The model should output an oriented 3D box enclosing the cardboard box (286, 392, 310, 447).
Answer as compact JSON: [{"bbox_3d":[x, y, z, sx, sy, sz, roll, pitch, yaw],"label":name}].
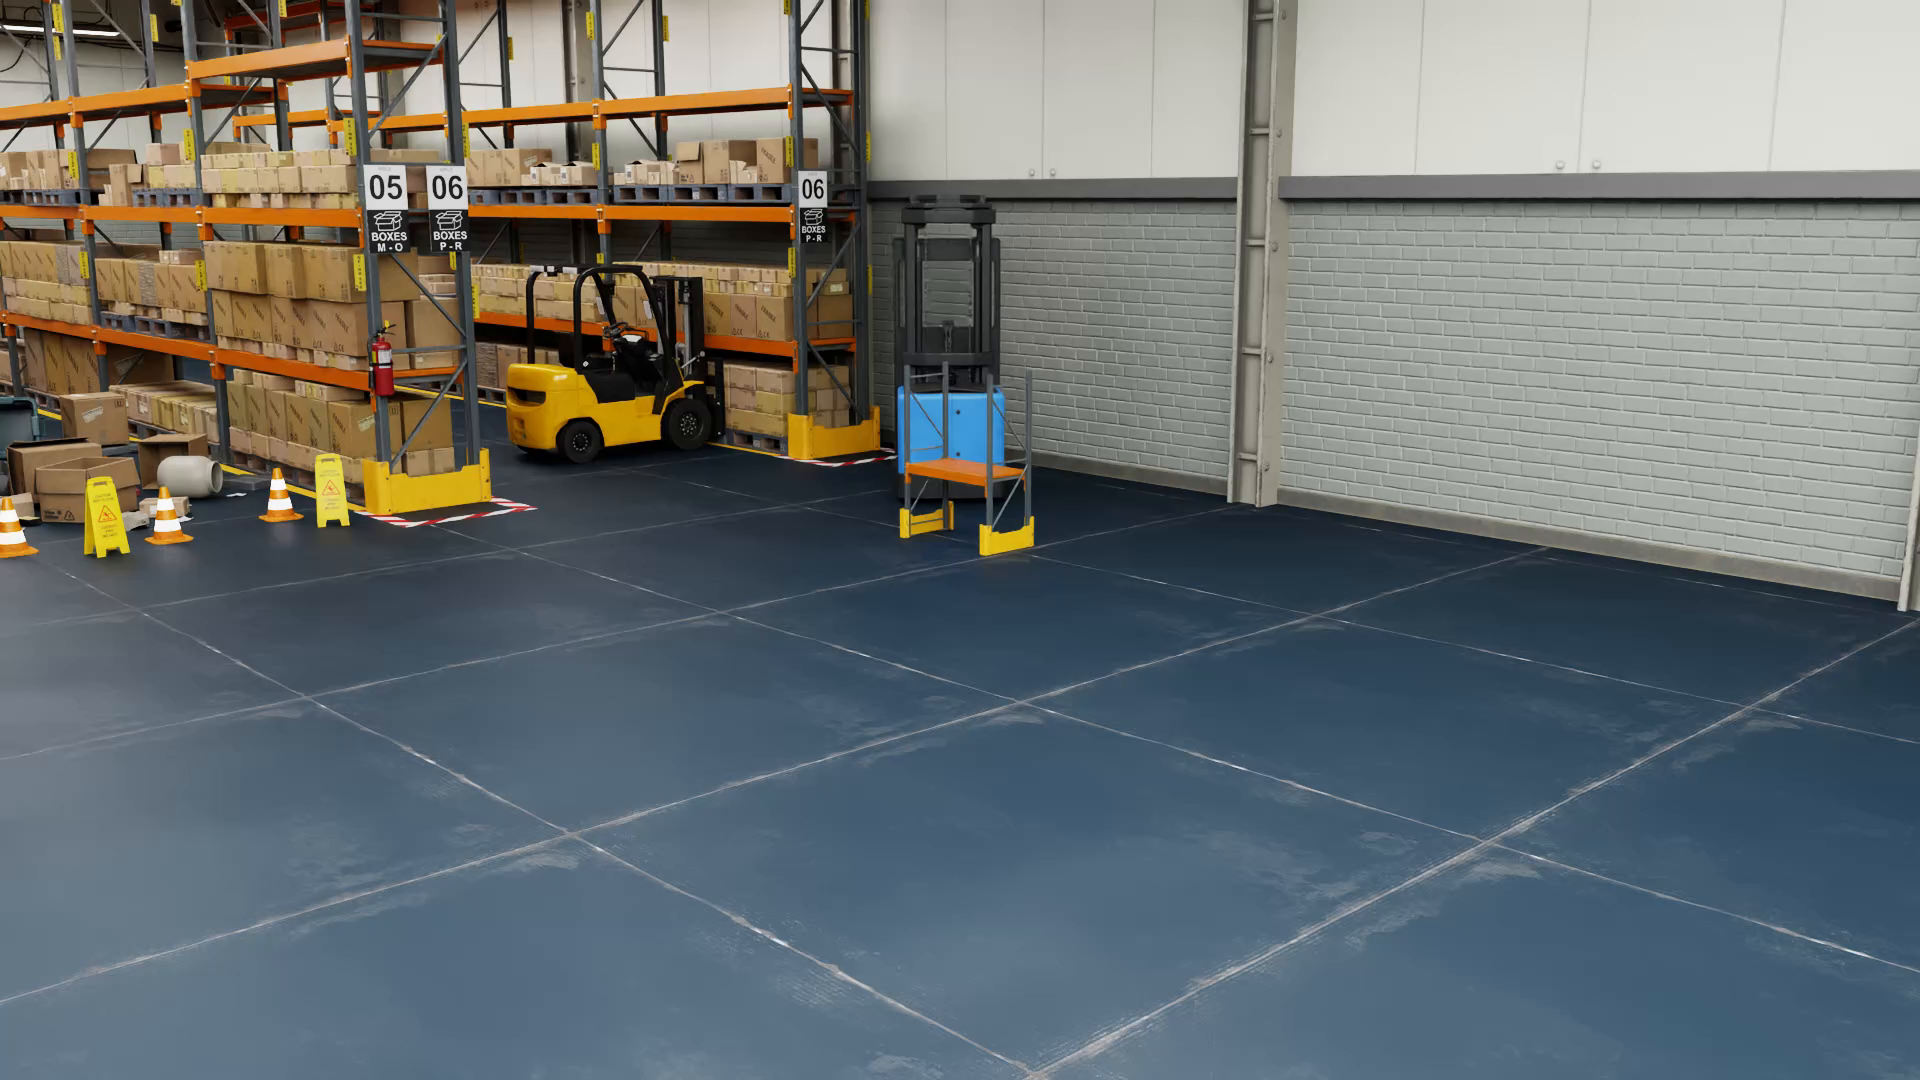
[{"bbox_3d":[-6.503,-1.247,16.945,0.500,0.500,0.500,11,16,44],"label":"cardboard box"}]

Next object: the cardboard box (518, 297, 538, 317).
[{"bbox_3d":[-5.801,-3.253,23.139,0.500,0.250,0.500,-10,15,-41],"label":"cardboard box"}]

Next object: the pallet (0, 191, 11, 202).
[{"bbox_3d":[-13.899,-5.088,24.458,1.003,0.211,1.213,-11,16,-43],"label":"pallet"}]

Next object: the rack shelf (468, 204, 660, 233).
[{"bbox_3d":[-5.611,-4.474,23.045,1.077,0.370,4.000,-11,16,-43],"label":"rack shelf"}]

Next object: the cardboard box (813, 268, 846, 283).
[{"bbox_3d":[-1.545,-3.073,19.302,0.380,0.149,0.250,-11,16,-44],"label":"cardboard box"}]

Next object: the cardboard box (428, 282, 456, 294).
[{"bbox_3d":[-7.723,-3.775,24.881,0.380,0.149,0.250,-11,16,-42],"label":"cardboard box"}]

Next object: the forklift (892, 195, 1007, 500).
[{"bbox_3d":[-0.145,-2.070,17.195,1.130,2.935,3.031,-1,12,-3],"label":"forklift"}]

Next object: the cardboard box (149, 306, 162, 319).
[{"bbox_3d":[-9.408,-2.724,19.781,0.380,0.149,0.250,-10,15,-41],"label":"cardboard box"}]

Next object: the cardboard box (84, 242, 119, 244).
[{"bbox_3d":[-11.785,-3.825,22.817,0.500,0.500,0.500,-11,16,-42],"label":"cardboard box"}]

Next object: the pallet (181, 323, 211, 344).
[{"bbox_3d":[-8.240,-2.411,19.158,1.003,0.211,1.213,-11,16,-43],"label":"pallet"}]

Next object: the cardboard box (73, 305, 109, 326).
[{"bbox_3d":[-11.116,-2.921,21.530,0.500,0.250,0.500,11,16,43],"label":"cardboard box"}]

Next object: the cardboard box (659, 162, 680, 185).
[{"bbox_3d":[-3.424,-4.465,20.260,0.258,0.266,0.396,11,16,44],"label":"cardboard box"}]

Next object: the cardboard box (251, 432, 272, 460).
[{"bbox_3d":[-7.228,-1.032,17.762,0.500,0.250,0.500,-10,15,-39],"label":"cardboard box"}]

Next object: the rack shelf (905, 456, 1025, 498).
[{"bbox_3d":[0.059,-0.546,14.236,0.538,0.185,1.000,-11,16,-43],"label":"rack shelf"}]

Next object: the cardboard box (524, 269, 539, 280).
[{"bbox_3d":[-5.769,-3.662,22.895,0.250,0.149,0.380,11,16,44],"label":"cardboard box"}]

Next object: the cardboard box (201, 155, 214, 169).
[{"bbox_3d":[-7.835,-4.019,17.697,0.380,0.149,0.250,-11,16,-44],"label":"cardboard box"}]

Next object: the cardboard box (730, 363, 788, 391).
[{"bbox_3d":[-2.368,-1.928,19.632,0.500,0.250,0.500,-11,16,-42],"label":"cardboard box"}]

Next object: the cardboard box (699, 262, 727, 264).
[{"bbox_3d":[-3.072,-3.426,21.015,0.380,0.149,0.250,-11,16,-43],"label":"cardboard box"}]

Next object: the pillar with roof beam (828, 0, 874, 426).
[{"bbox_3d":[-4.410,-5.048,16.611,9.100,9.000,0.400,-11,16,-43],"label":"pillar with roof beam"}]

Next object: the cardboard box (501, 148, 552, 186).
[{"bbox_3d":[-5.965,-5.134,22.928,0.500,0.500,0.500,-10,16,-41],"label":"cardboard box"}]

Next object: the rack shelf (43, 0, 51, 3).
[{"bbox_3d":[-11.960,-7.463,21.881,1.077,0.370,4.000,-11,16,-43],"label":"rack shelf"}]

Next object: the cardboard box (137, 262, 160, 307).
[{"bbox_3d":[-9.360,-3.034,19.679,0.500,0.500,0.500,11,16,43],"label":"cardboard box"}]

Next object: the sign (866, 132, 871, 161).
[{"bbox_3d":[-1.062,-4.494,18.997,0.100,0.325,0.005,-11,16,-43],"label":"sign"}]

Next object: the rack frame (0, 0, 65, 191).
[{"bbox_3d":[-13.342,-6.479,23.560,1.000,3.000,0.127,-11,16,-43],"label":"rack frame"}]

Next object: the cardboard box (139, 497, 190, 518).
[{"bbox_3d":[-7.420,-0.303,15.514,0.380,0.149,0.250,-3,12,-13],"label":"cardboard box"}]

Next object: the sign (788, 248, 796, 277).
[{"bbox_3d":[-1.869,-3.092,18.527,0.100,0.325,0.005,-11,16,-43],"label":"sign"}]

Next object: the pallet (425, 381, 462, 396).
[{"bbox_3d":[-7.480,-2.398,25.528,1.003,0.211,1.213,-11,16,-43],"label":"pallet"}]

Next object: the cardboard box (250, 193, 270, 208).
[{"bbox_3d":[-6.952,-3.440,16.862,0.380,0.149,0.250,-11,16,-44],"label":"cardboard box"}]

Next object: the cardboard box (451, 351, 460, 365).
[{"bbox_3d":[-7.439,-2.663,25.056,0.500,0.500,0.500,-10,15,-41],"label":"cardboard box"}]

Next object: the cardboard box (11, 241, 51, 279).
[{"bbox_3d":[-12.874,-3.905,23.207,0.500,0.500,0.500,-11,16,-43],"label":"cardboard box"}]

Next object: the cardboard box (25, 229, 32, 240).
[{"bbox_3d":[-13.560,-4.515,24.559,0.380,0.149,0.250,-11,16,-42],"label":"cardboard box"}]

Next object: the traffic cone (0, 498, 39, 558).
[{"bbox_3d":[-7.905,-0.118,13.838,0.336,0.463,0.334,-11,16,-43],"label":"traffic cone"}]

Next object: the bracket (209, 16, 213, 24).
[{"bbox_3d":[-14.270,-10.049,31.964,0.235,0.232,0.430,-11,16,-43],"label":"bracket"}]

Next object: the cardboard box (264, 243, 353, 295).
[{"bbox_3d":[-6.580,-2.745,16.841,0.700,0.500,0.500,-11,16,-43],"label":"cardboard box"}]

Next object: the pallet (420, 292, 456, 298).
[{"bbox_3d":[-7.511,-3.645,25.144,1.213,0.211,1.003,-11,16,-43],"label":"pallet"}]

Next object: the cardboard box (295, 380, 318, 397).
[{"bbox_3d":[-6.451,-1.534,16.733,0.380,0.149,0.250,-10,15,-40],"label":"cardboard box"}]

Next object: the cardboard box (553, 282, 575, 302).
[{"bbox_3d":[-5.114,-3.347,22.358,0.500,0.250,0.500,11,16,44],"label":"cardboard box"}]

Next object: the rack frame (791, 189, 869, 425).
[{"bbox_3d":[-1.467,-2.482,19.025,1.000,3.000,0.127,-11,16,-43],"label":"rack frame"}]

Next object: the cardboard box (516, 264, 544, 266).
[{"bbox_3d":[-6.225,-3.928,24.188,0.380,0.149,0.250,-11,16,-43],"label":"cardboard box"}]

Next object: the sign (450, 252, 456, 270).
[{"bbox_3d":[-7.378,-4.101,24.209,0.100,0.325,0.005,-11,16,-43],"label":"sign"}]

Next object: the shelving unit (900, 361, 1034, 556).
[{"bbox_3d":[0.053,-0.723,14.206,0.587,1.500,1.083,-11,16,-43],"label":"shelving unit"}]

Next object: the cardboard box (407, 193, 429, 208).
[{"bbox_3d":[-5.049,-3.230,15.842,0.380,0.149,0.250,-11,16,-42],"label":"cardboard box"}]

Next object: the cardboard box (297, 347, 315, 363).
[{"bbox_3d":[-6.401,-1.868,16.669,0.380,0.149,0.250,-11,16,-43],"label":"cardboard box"}]

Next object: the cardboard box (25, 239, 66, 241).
[{"bbox_3d":[-13.495,-4.183,24.556,0.500,0.500,0.500,-11,16,-42],"label":"cardboard box"}]

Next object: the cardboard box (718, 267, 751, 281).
[{"bbox_3d":[-2.638,-3.153,19.687,0.380,0.149,0.250,-10,16,-41],"label":"cardboard box"}]

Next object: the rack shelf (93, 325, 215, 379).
[{"bbox_3d":[-9.198,-2.313,19.988,1.077,0.370,4.000,-11,16,-43],"label":"rack shelf"}]

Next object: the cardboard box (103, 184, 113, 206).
[{"bbox_3d":[-10.308,-4.254,20.524,0.396,0.266,0.258,-11,16,-43],"label":"cardboard box"}]

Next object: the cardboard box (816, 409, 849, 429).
[{"bbox_3d":[-1.665,-1.440,19.740,0.500,0.250,0.500,-11,16,-42],"label":"cardboard box"}]

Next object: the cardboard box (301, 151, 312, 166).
[{"bbox_3d":[-6.143,-3.693,16.117,0.380,0.149,0.250,-11,16,-43],"label":"cardboard box"}]

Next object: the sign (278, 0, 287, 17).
[{"bbox_3d":[-7.412,-5.881,18.145,0.100,0.325,0.005,-11,16,-43],"label":"sign"}]

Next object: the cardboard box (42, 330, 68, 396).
[{"bbox_3d":[-12.226,-2.496,23.318,0.875,0.875,0.875,-10,15,-41],"label":"cardboard box"}]

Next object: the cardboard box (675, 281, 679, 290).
[{"bbox_3d":[-3.336,-3.158,20.453,0.250,0.149,0.380,11,16,43],"label":"cardboard box"}]

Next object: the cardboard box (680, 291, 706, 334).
[{"bbox_3d":[-3.058,-2.790,20.271,0.500,0.500,0.500,-11,16,-42],"label":"cardboard box"}]

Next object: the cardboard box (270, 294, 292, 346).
[{"bbox_3d":[-6.650,-2.249,16.909,0.500,0.500,0.500,-11,16,-42],"label":"cardboard box"}]

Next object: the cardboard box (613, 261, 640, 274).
[{"bbox_3d":[-4.224,-3.490,21.326,0.380,0.149,0.250,-10,16,-41],"label":"cardboard box"}]
